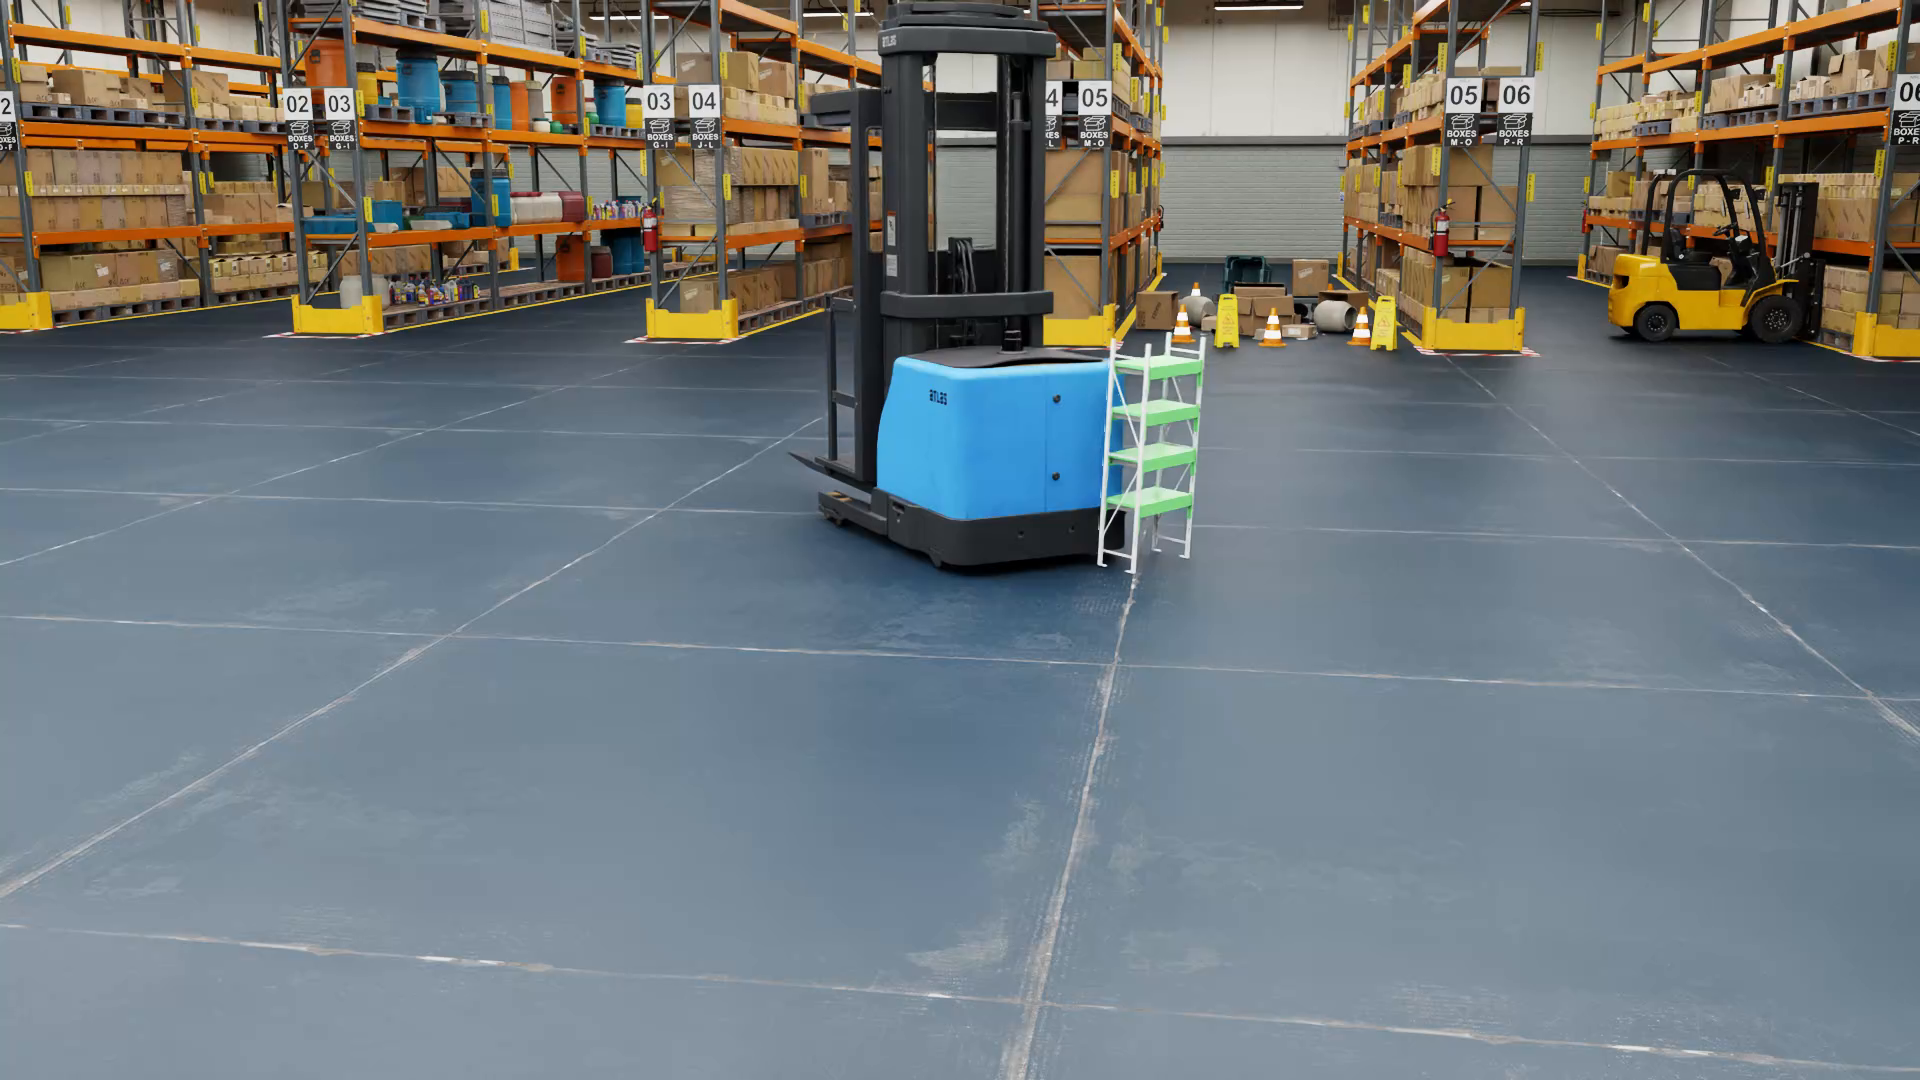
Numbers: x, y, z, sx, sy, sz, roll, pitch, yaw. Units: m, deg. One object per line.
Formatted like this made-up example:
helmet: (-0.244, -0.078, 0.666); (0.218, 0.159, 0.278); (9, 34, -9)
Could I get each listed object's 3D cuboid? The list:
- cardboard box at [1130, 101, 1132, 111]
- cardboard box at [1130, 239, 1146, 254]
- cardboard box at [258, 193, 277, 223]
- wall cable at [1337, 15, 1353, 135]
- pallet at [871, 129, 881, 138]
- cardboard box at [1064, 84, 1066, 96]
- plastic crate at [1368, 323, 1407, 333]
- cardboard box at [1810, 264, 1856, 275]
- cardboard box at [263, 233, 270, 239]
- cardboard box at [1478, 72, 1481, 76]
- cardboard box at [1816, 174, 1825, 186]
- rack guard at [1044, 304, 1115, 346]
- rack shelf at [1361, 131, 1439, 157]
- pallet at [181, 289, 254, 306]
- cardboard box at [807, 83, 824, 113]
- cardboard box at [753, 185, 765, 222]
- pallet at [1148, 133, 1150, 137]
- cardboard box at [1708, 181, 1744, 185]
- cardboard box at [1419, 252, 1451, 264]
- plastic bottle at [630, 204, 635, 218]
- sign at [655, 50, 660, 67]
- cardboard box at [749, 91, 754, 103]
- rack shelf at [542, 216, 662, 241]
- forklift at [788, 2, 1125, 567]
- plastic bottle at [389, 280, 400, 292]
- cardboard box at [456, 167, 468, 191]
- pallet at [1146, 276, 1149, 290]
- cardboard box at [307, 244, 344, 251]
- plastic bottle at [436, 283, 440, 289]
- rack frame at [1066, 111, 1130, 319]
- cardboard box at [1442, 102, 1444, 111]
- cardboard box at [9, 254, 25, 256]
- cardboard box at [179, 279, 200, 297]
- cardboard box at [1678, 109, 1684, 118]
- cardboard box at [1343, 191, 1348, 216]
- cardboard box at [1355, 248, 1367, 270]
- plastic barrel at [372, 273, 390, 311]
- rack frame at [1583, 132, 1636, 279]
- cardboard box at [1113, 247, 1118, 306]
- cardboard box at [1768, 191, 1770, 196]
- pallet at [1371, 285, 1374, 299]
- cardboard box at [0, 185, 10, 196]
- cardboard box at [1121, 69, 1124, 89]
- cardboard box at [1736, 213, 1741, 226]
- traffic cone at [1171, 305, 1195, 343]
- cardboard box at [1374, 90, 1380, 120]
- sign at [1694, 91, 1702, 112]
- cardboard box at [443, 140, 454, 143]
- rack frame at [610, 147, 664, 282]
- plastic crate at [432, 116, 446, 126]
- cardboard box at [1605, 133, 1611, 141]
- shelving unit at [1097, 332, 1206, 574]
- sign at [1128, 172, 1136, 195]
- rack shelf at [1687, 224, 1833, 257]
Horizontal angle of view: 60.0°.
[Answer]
cardboard box: (2.444, -6.655, 25.498); (0.380, 0.149, 0.250); (2, 12, 9)
cardboard box: (3.178, -5.409, 30.630); (0.500, 0.250, 0.500); (1, 12, 6)
cardboard box: (-12.328, -5.810, 29.094); (0.500, 0.500, 0.500); (1, 12, 6)
wall cable: (9.320, -11.259, 40.377); (0.463, 3.000, 0.029); (2, 12, 9)
pallet: (-2.083, -7.532, 30.649); (1.003, 0.211, 1.213); (2, 12, 11)
cardboard box: (1.151, -5.726, 21.183); (0.380, 0.149, 0.250); (2, 12, 9)
plastic crate: (5.827, -2.908, 22.795); (0.402, 0.080, 0.583); (-2, 12, -11)
cardboard box: (11.157, -3.415, 21.378); (0.500, 0.250, 0.500); (2, 12, 8)
cardboard box: (-16.055, -6.962, 38.075); (0.380, 0.149, 0.250); (2, 12, 9)
cardboard box: (6.697, -5.811, 20.919); (0.380, 0.149, 0.250); (2, 12, 8)
cardboard box: (11.322, -4.659, 21.509); (0.380, 0.149, 0.250); (2, 12, 8)
rack guard: (1.353, -2.715, 20.904); (1.175, 0.500, 0.348); (2, 12, 9)
rack shelf: (7.801, -6.999, 29.436); (1.077, 0.370, 4.000); (2, 12, 9)
pallet: (-12.627, -4.069, 27.875); (1.003, 0.211, 1.213); (2, 12, 9)
cardboard box: (-2.600, -6.969, 26.349); (0.797, 0.503, 0.637); (2, 12, 11)
cardboard box: (-3.251, -4.746, 23.451); (0.875, 0.500, 0.500); (2, 12, 9)
pallet: (2.845, -7.473, 30.376); (1.213, 0.211, 1.003); (2, 12, 9)
cardboard box: (12.632, -5.664, 27.421); (0.500, 0.500, 0.500); (2, 12, 11)
cardboard box: (6.161, -3.653, 21.535); (0.380, 0.149, 0.250); (2, 12, 10)
plastic bottle: (-6.452, -6.448, 32.587); (0.152, 0.276, 0.135); (2, 12, 9)
sign: (-6.034, -9.594, 33.148); (0.100, 0.325, 0.005); (2, 12, 9)
cardboard box: (-3.025, -6.031, 22.647); (0.380, 0.149, 0.250); (1, 12, 6)
rack shelf: (-6.885, -6.014, 31.987); (1.077, 0.370, 4.000); (2, 12, 9)
forklift: (-0.204, -1.558, 9.766); (1.130, 2.935, 3.031); (-6, 13, -25)
plastic bottle: (-8.465, -3.716, 24.858); (0.144, 0.351, 0.185); (2, 12, 11)
cardboard box: (-10.962, -7.784, 35.883); (0.500, 0.500, 0.500); (2, 12, 7)
pallet: (3.084, -4.915, 31.797); (1.003, 0.211, 1.213); (2, 12, 9)
cardboard box: (-12.170, -5.684, 31.859); (0.500, 0.250, 0.500); (2, 12, 11)
plastic bottle: (-7.836, -3.723, 25.052); (0.061, 0.283, 0.133); (2, 12, 9)
rack frame: (1.972, -4.774, 24.528); (1.000, 3.000, 0.127); (2, 12, 9)
cardboard box: (6.042, -5.229, 20.114); (0.380, 0.149, 0.250); (2, 12, 9)
cardboard box: (-17.284, -4.904, 30.018); (0.700, 0.500, 0.500); (2, 12, 8)
cardboard box: (-12.557, -4.035, 26.629); (0.500, 0.250, 0.500); (2, 12, 9)
cardboard box: (12.439, -7.244, 28.277); (0.380, 0.149, 0.250); (2, 12, 10)
cardboard box: (8.366, -7.091, 35.041); (0.500, 0.500, 0.500); (2, 12, 8)
cardboard box: (8.589, -5.754, 34.160); (0.875, 0.438, 0.875); (2, 12, 10)
plastic barrel: (-8.320, -3.517, 23.601); (0.421, 0.512, 0.421); (0, 12, 0)
rack frame: (13.629, -6.973, 34.729); (1.000, 3.000, 0.127); (2, 12, 9)
cardboard box: (1.806, -3.812, 24.110); (0.875, 0.875, 0.875); (2, 12, 10)
cardboard box: (11.617, -4.919, 23.423); (0.380, 0.149, 0.250); (2, 12, 11)
pallet: (7.689, -4.266, 28.789); (1.003, 0.211, 1.213); (2, 12, 9)
cardboard box: (-13.446, -4.897, 23.319); (0.380, 0.149, 0.250); (2, 12, 8)
cardboard box: (1.916, -6.142, 22.168); (0.500, 0.250, 0.500); (2, 12, 8)
cardboard box: (11.781, -4.722, 24.642); (0.500, 0.250, 0.500); (2, 12, 9)
traffic cone: (2.841, -2.766, 21.231); (0.336, 0.463, 0.334); (2, 12, 9)
cardboard box: (7.458, -7.401, 28.359); (0.700, 0.500, 0.500); (1, 12, 6)
sign: (11.863, -7.045, 26.715); (0.100, 0.325, 0.005); (2, 12, 9)
cardboard box: (-11.071, -8.533, 35.206); (0.500, 0.250, 0.500); (2, 12, 9)
rack frame: (-6.577, -6.782, 33.843); (1.000, 3.000, 0.127); (2, 12, 9)
plastic crate: (-7.655, -6.107, 24.216); (0.243, 0.136, 0.396); (2, 12, 9)
cardboard box: (13.106, -8.046, 33.185); (0.380, 0.149, 0.250); (2, 12, 8)
shelving unit: (1.010, -0.467, 8.778); (0.258, 1.200, 0.503); (15, 19, 40)
sign: (2.520, -5.219, 24.346); (0.100, 0.325, 0.005); (2, 12, 9)
rack shelf: (12.091, -4.540, 25.146); (1.077, 0.370, 4.000); (2, 12, 9)
